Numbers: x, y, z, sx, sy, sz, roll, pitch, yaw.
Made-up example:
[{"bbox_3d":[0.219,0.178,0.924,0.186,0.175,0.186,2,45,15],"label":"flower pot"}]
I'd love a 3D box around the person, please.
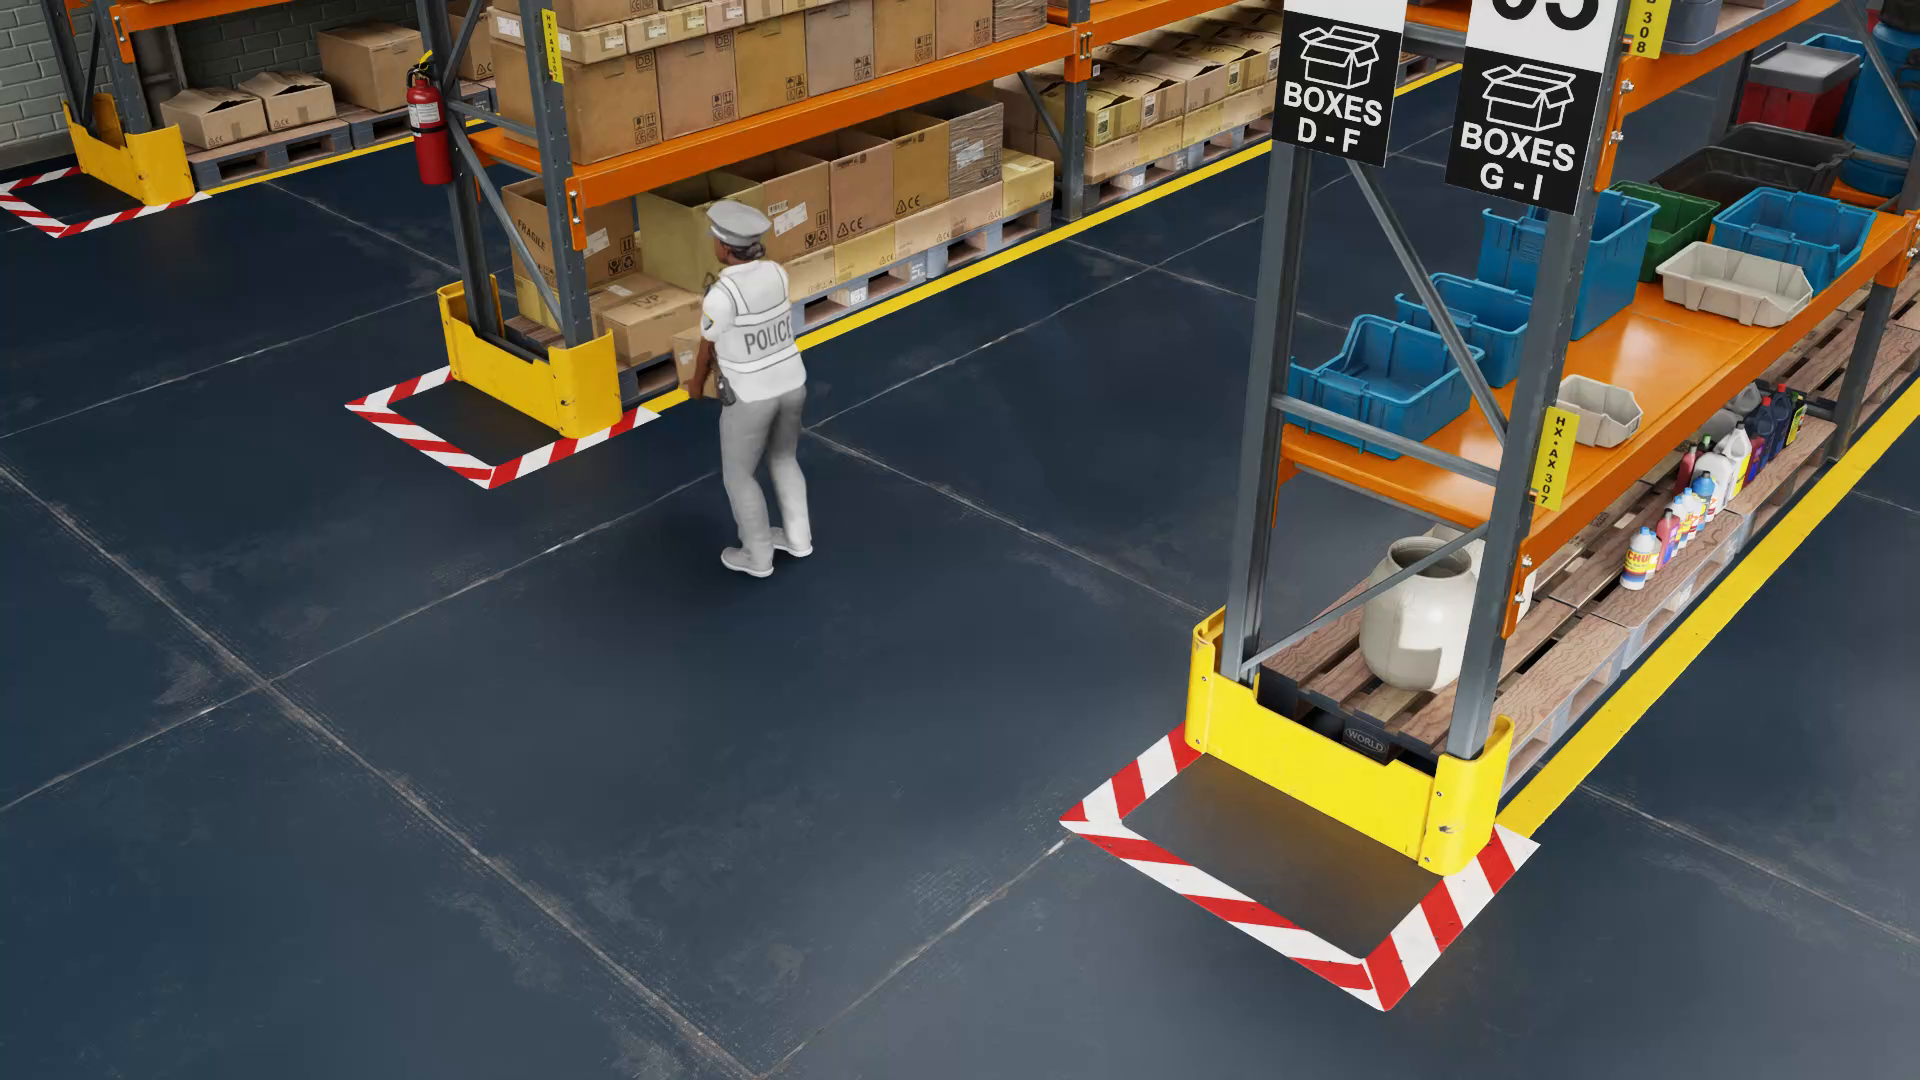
[{"bbox_3d":[-0.930,-0.652,7.194,0.537,1.677,0.416,25,39,34],"label":"person"}]
